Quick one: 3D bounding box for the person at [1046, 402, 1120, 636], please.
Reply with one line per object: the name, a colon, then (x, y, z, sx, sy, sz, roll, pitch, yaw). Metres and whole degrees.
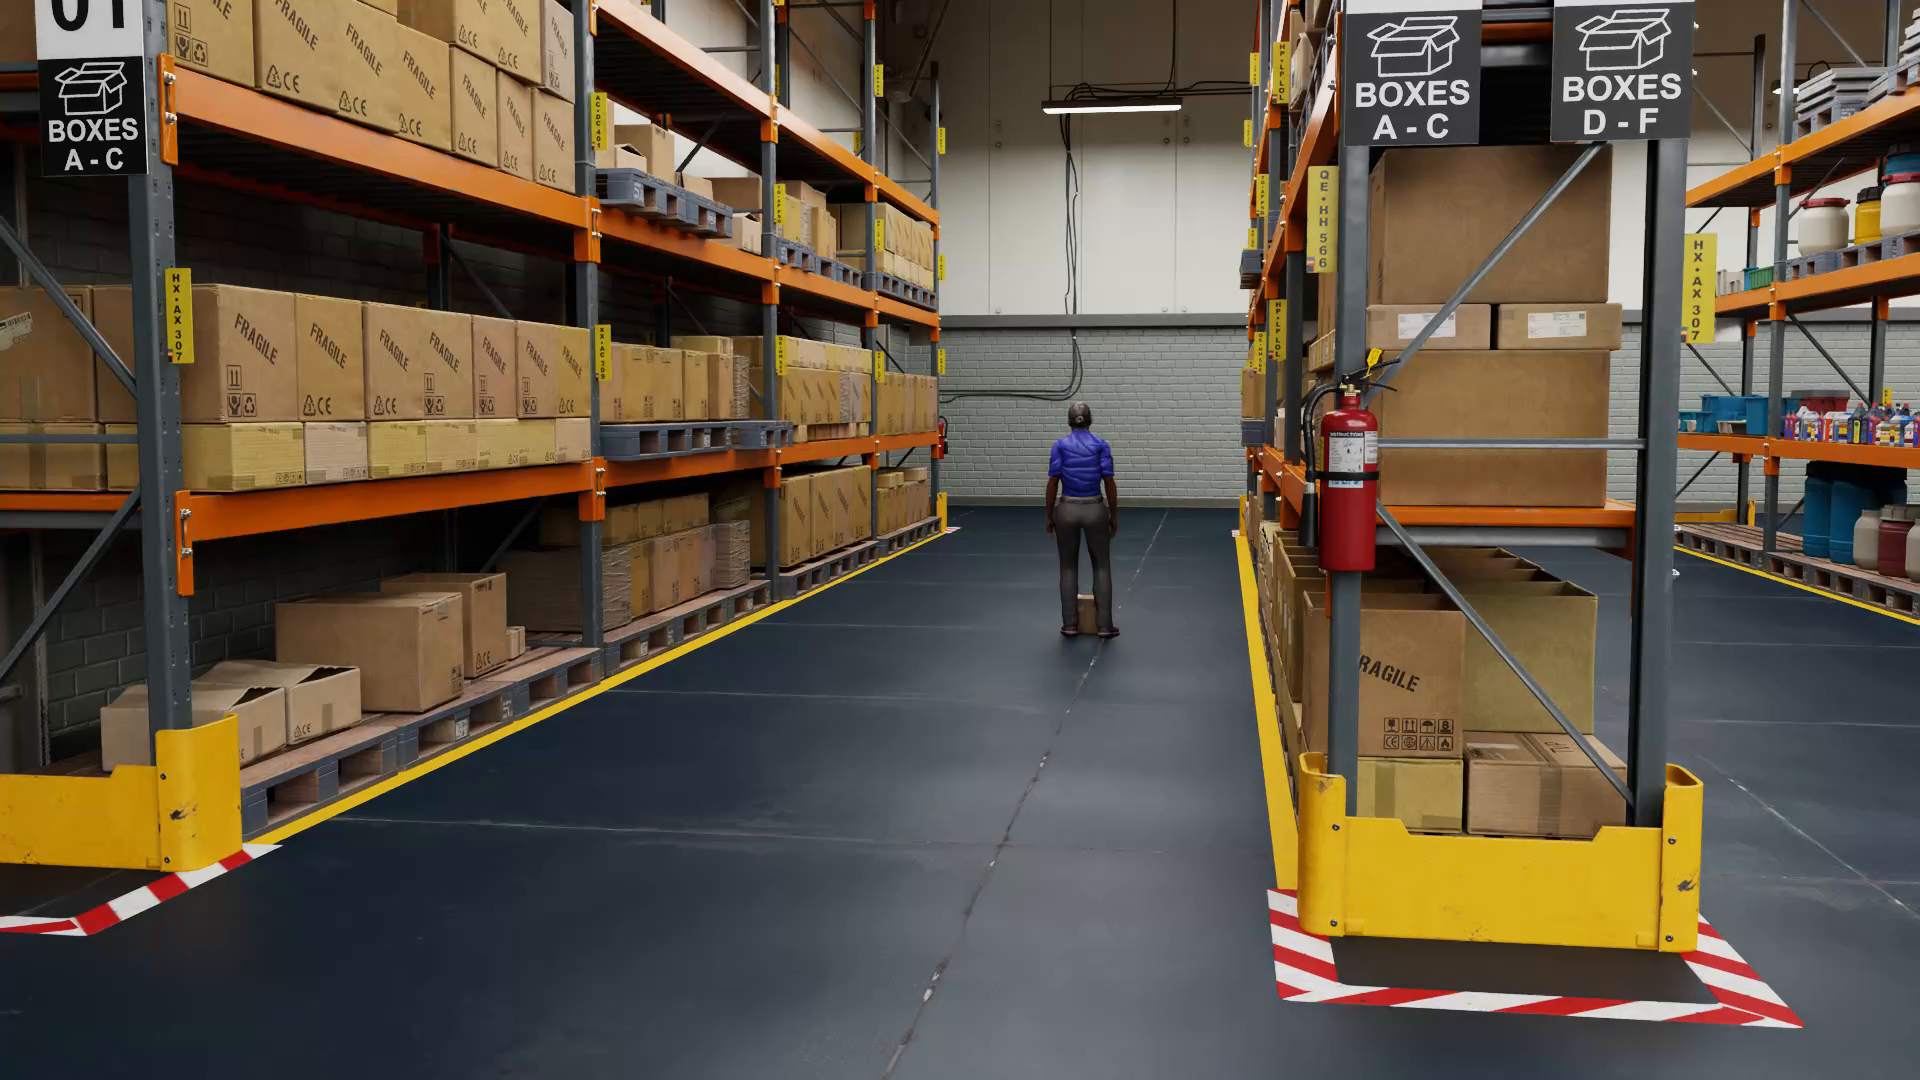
person: (0.874, -0.148, 11.776, 0.527, 1.655, 0.394, 1, 5, 7)
